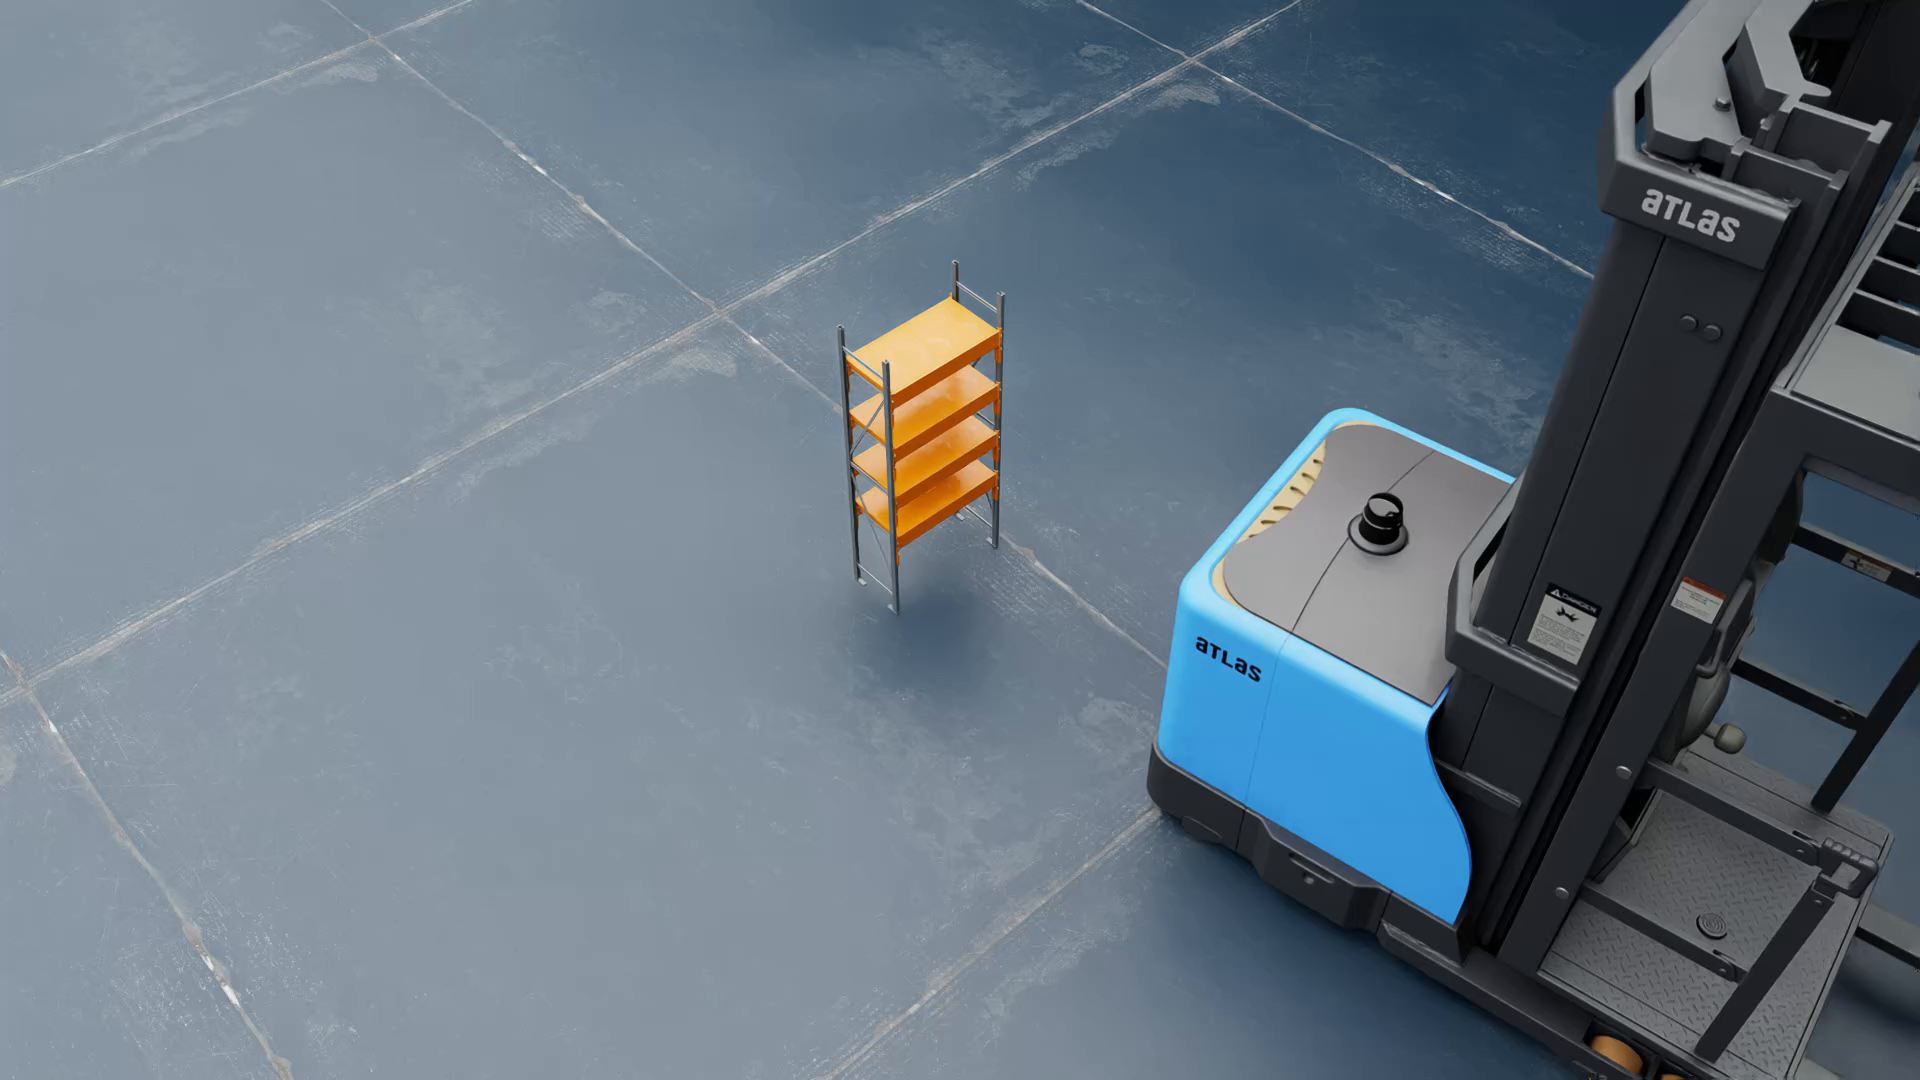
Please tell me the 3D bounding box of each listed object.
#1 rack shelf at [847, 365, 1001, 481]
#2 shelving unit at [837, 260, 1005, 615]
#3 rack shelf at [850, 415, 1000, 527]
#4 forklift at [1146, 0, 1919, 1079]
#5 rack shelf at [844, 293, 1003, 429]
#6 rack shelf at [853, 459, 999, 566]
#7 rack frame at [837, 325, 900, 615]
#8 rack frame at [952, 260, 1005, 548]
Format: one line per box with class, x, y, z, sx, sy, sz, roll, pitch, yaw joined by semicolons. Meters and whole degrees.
rack shelf;-0.122;-0.431;5.619;0.480;0.148;0.258;-34;56;-27
shelving unit;-0.122;-0.325;5.734;0.503;1.200;0.258;-34;56;-27
rack shelf;-0.122;-0.279;5.783;0.480;0.148;0.258;-34;56;-27
forklift;2.093;0.228;4.046;3.031;2.935;1.130;29;53;24
rack shelf;-0.122;-0.592;5.445;0.480;0.148;0.258;-34;56;-27
rack shelf;-0.122;-0.145;5.929;0.480;0.148;0.258;-34;56;-27
rack frame;-0.303;-0.204;5.622;0.015;1.200;0.240;-34;56;-27
rack frame;0.058;-0.446;5.845;0.015;1.200;0.240;-34;56;-27
